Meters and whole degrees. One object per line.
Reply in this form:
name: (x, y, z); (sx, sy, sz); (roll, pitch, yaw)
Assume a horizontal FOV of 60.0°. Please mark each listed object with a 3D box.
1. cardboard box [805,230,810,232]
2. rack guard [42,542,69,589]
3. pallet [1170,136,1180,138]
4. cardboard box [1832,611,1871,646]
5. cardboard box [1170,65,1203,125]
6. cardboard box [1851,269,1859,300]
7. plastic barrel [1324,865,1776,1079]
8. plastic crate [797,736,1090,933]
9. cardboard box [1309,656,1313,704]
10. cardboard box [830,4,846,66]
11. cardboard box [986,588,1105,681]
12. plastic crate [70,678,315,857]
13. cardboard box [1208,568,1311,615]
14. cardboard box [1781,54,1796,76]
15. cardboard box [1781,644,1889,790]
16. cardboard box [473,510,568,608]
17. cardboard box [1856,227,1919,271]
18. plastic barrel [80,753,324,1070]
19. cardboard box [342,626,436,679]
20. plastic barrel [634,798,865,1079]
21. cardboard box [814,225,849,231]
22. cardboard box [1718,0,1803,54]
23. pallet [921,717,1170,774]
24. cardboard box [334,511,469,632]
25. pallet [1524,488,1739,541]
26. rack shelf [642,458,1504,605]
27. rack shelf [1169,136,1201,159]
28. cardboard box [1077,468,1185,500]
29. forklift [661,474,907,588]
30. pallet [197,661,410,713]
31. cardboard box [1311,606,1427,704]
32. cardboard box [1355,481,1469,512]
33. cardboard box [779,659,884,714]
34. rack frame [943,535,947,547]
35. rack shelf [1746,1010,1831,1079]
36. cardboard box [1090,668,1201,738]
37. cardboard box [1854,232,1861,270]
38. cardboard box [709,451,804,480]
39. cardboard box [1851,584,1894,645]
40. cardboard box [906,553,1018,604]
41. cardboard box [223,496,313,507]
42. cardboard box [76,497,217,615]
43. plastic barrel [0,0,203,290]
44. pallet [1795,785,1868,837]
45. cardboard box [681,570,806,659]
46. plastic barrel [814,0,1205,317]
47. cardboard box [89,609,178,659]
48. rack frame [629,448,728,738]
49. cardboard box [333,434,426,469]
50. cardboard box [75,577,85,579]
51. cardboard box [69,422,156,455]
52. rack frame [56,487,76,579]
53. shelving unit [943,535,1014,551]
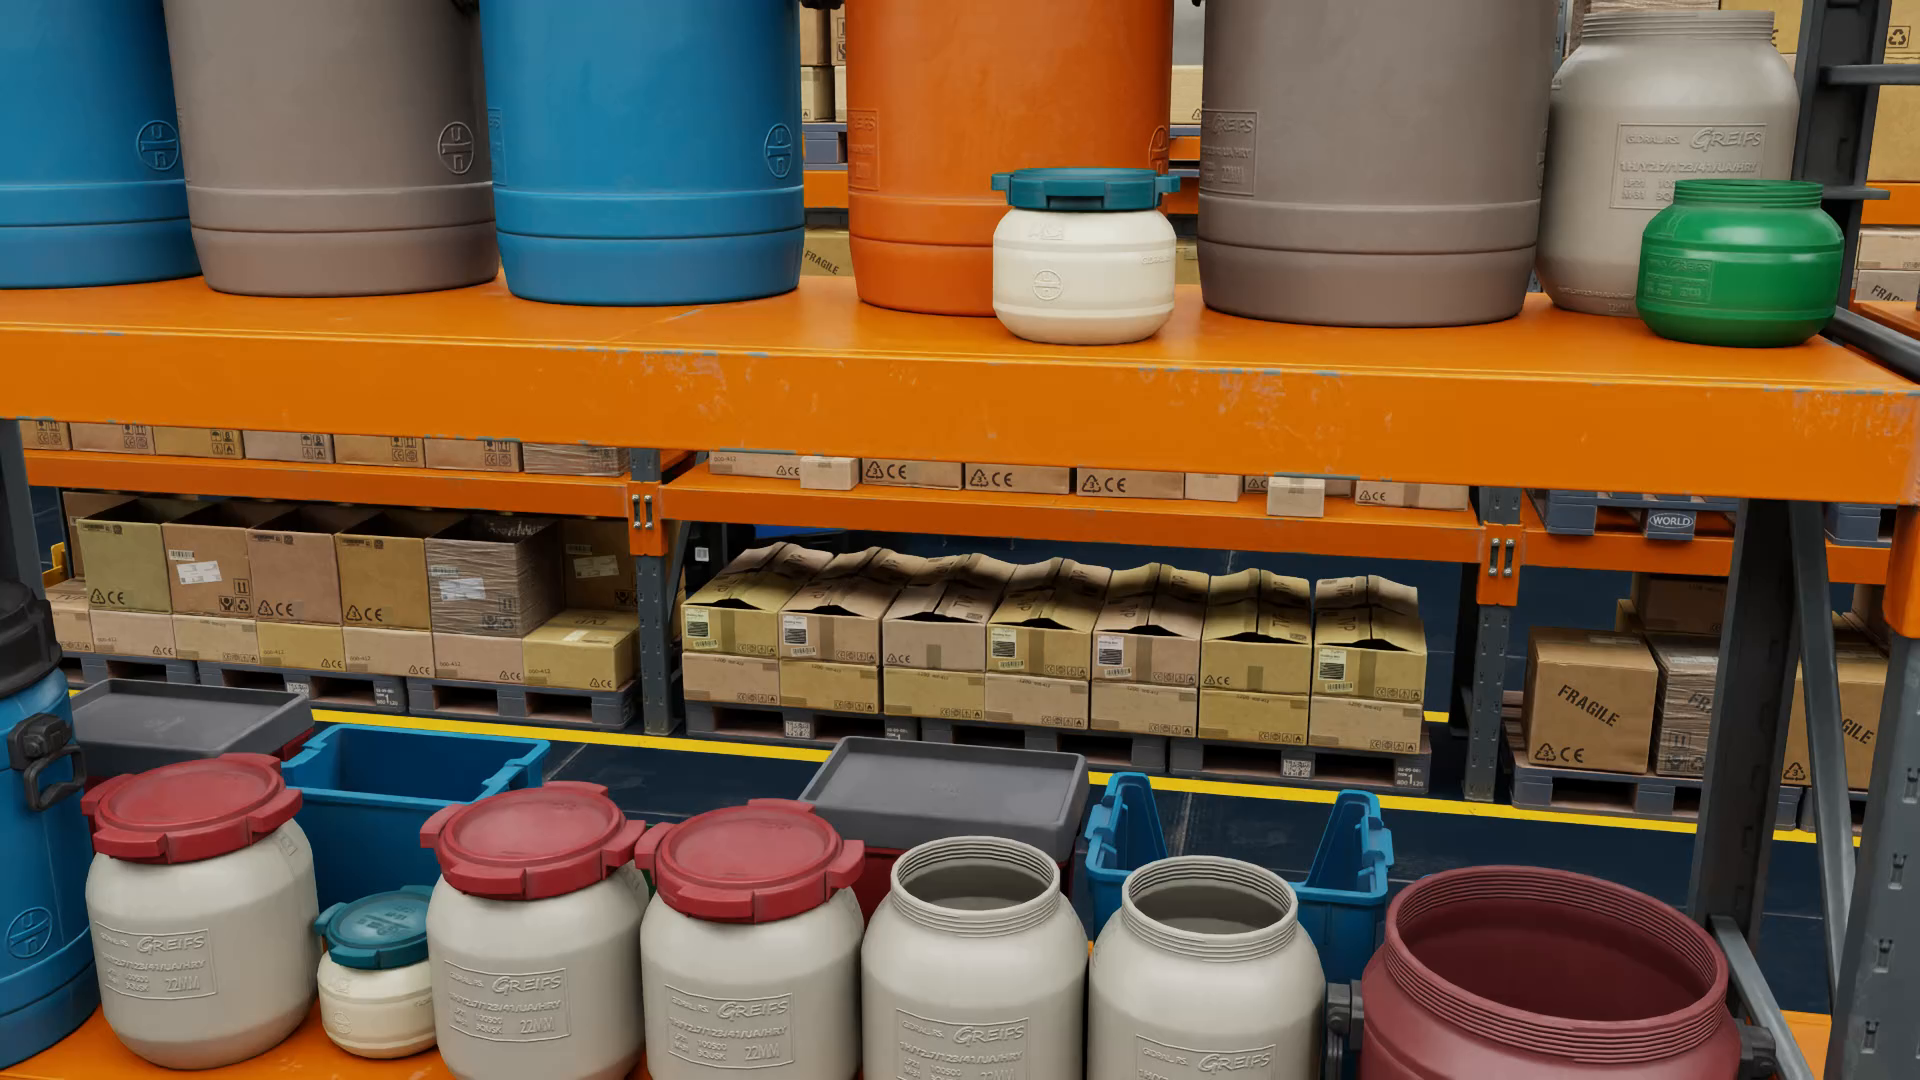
cardboard box: (-1.469, -2.146, 12.959); (0.500, 0.500, 0.500); (3, 16, 11)
rack guard: (-5.381, 0.409, 9.580); (0.348, 0.500, 1.175); (3, 16, 11)
pallet: (1.147, -3.118, 12.362); (1.003, 0.211, 1.213); (3, 16, 11)
cardboard box: (3.953, 0.639, 7.923); (0.500, 0.500, 0.500); (3, 16, 9)
cardboard box: (0.951, -2.011, 7.507); (0.500, 0.250, 0.500); (3, 16, 10)
cardboard box: (5.891, -1.666, 11.605); (0.500, 0.500, 0.500); (3, 16, 11)
plastic barrel: (0.977, 0.915, 2.813); (0.708, 0.536, 0.600); (3, 16, 11)
plastic crate: (-0.031, 0.730, 3.619); (0.583, 0.464, 0.402); (3, 16, 11)
cardboard box: (1.535, 0.622, 8.490); (0.500, 0.250, 0.500); (3, 16, 10)
cardboard box: (-0.278, -2.452, 7.694); (0.500, 0.500, 0.500); (5, 16, 16)
cardboard box: (0.425, 0.439, 8.101); (0.500, 0.311, 0.500); (4, 16, 13)
plastic crate: (-1.893, 0.628, 3.984); (0.583, 0.464, 0.402); (3, 16, 11)
cardboard box: (1.511, 0.353, 8.413); (0.500, 0.311, 0.500); (3, 16, 10)
cardboard box: (3.416, -1.821, 7.142); (0.500, 0.500, 0.910); (3, 16, 11)
cardboard box: (3.876, 0.777, 7.427); (0.500, 0.500, 0.500); (3, 16, 10)
cardboard box: (-2.321, 0.048, 9.158); (0.500, 0.500, 0.500); (3, 16, 11)
cardboard box: (6.378, -2.003, 11.416); (0.500, 0.250, 0.500); (3, 16, 12)
plastic barrel: (-1.534, 0.756, 3.388); (0.433, 0.535, 0.433); (0, 15, 0)
cardboard box: (-2.916, 0.521, 8.855); (0.500, 0.250, 0.500); (3, 16, 11)
plastic barrel: (-0.391, 0.818, 3.164); (0.433, 0.535, 0.433); (0, 15, 0)
cardboard box: (-0.873, -2.256, 13.358); (0.500, 0.500, 0.500); (3, 16, 10)
cardboard box: (3.408, -2.293, 6.971); (0.500, 0.500, 0.500); (3, 16, 11)
pallet: (0.492, 0.855, 8.509); (1.213, 0.211, 1.003); (3, 16, 11)
cardboard box: (-2.914, 0.157, 8.767); (0.500, 0.500, 0.500); (3, 16, 11)
pallet: (3.161, -0.259, 7.668); (1.003, 0.211, 1.213); (3, 16, 11)
rack shelf: (0.523, -0.129, 8.186); (4.000, 0.370, 1.077); (3, 16, 11)
rack shelf: (1.506, -2.871, 12.464); (4.000, 0.370, 1.077); (3, 16, 11)
cardboard box: (0.835, -0.502, 7.999); (0.500, 0.500, 0.500); (2, 16, 8)
forklift: (-1.935, -1.213, 10.882); (3.031, 2.935, 1.130); (-5, 16, -19)
pallet: (-3.407, 0.644, 9.271); (1.213, 0.211, 1.003); (3, 16, 11)
cardboard box: (1.920, 0.520, 7.810); (0.500, 0.311, 0.500); (4, 16, 13)
cardboard box: (2.135, -0.357, 7.829); (0.500, 0.311, 0.500); (4, 16, 15)
cardboard box: (-0.591, 0.655, 8.374); (0.500, 0.250, 0.500); (4, 16, 12)
rack frame: (-0.077, -1.016, 11.727); (0.015, 2.100, 0.400); (3, 16, 11)
rack shelf: (3.452, 1.379, 2.741); (4.000, 0.370, 1.077); (3, 16, 11)
cardboard box: (0.920, 0.735, 8.083); (0.500, 0.250, 0.500); (3, 16, 12)
cardboard box: (5.878, -2.030, 11.514); (0.500, 0.250, 0.500); (3, 16, 12)
cardboard box: (-0.946, -0.495, 8.441); (0.500, 0.250, 0.500); (4, 16, 15)
cardboard box: (4.505, 0.306, 7.723); (0.500, 0.250, 0.500); (3, 16, 10)
cardboard box: (0.016, 0.270, 8.711); (0.500, 0.311, 0.500); (3, 16, 11)
cardboard box: (-3.789, -0.033, 9.453); (0.500, 0.500, 0.500); (3, 16, 11)
cardboard box: (-4.386, 0.079, 9.046); (0.500, 0.500, 0.500); (3, 16, 11)
plastic barrel: (-1.887, -1.003, 3.437); (0.708, 0.901, 0.600); (3, 16, 11)
pallet: (4.398, 1.090, 7.663); (1.213, 0.211, 1.003); (3, 16, 11)
cardboard box: (-1.082, 0.358, 8.395); (0.500, 0.311, 0.500); (3, 16, 11)
plastic barrel: (0.089, -0.861, 3.059); (0.708, 0.830, 0.600); (3, 16, 11)
cardboard box: (-4.385, 0.440, 9.147); (0.500, 0.250, 0.500); (3, 16, 11)
rack frame: (-1.437, -0.582, 8.474); (0.127, 3.000, 1.000); (3, 16, 11)
cardboard box: (-2.882, -0.706, 8.735); (0.500, 0.500, 0.700); (3, 16, 12)
cardboard box: (-4.773, 0.279, 9.729); (0.500, 0.250, 0.500); (3, 16, 11)
cardboard box: (-4.387, -0.788, 9.031); (0.500, 0.500, 0.700); (4, 16, 13)
rack frame: (-5.357, -0.795, 9.242); (0.127, 3.000, 1.000); (3, 16, 11)
shelving unit: (0.162, -1.003, 11.680); (0.503, 2.100, 0.431); (3, 16, 11)
